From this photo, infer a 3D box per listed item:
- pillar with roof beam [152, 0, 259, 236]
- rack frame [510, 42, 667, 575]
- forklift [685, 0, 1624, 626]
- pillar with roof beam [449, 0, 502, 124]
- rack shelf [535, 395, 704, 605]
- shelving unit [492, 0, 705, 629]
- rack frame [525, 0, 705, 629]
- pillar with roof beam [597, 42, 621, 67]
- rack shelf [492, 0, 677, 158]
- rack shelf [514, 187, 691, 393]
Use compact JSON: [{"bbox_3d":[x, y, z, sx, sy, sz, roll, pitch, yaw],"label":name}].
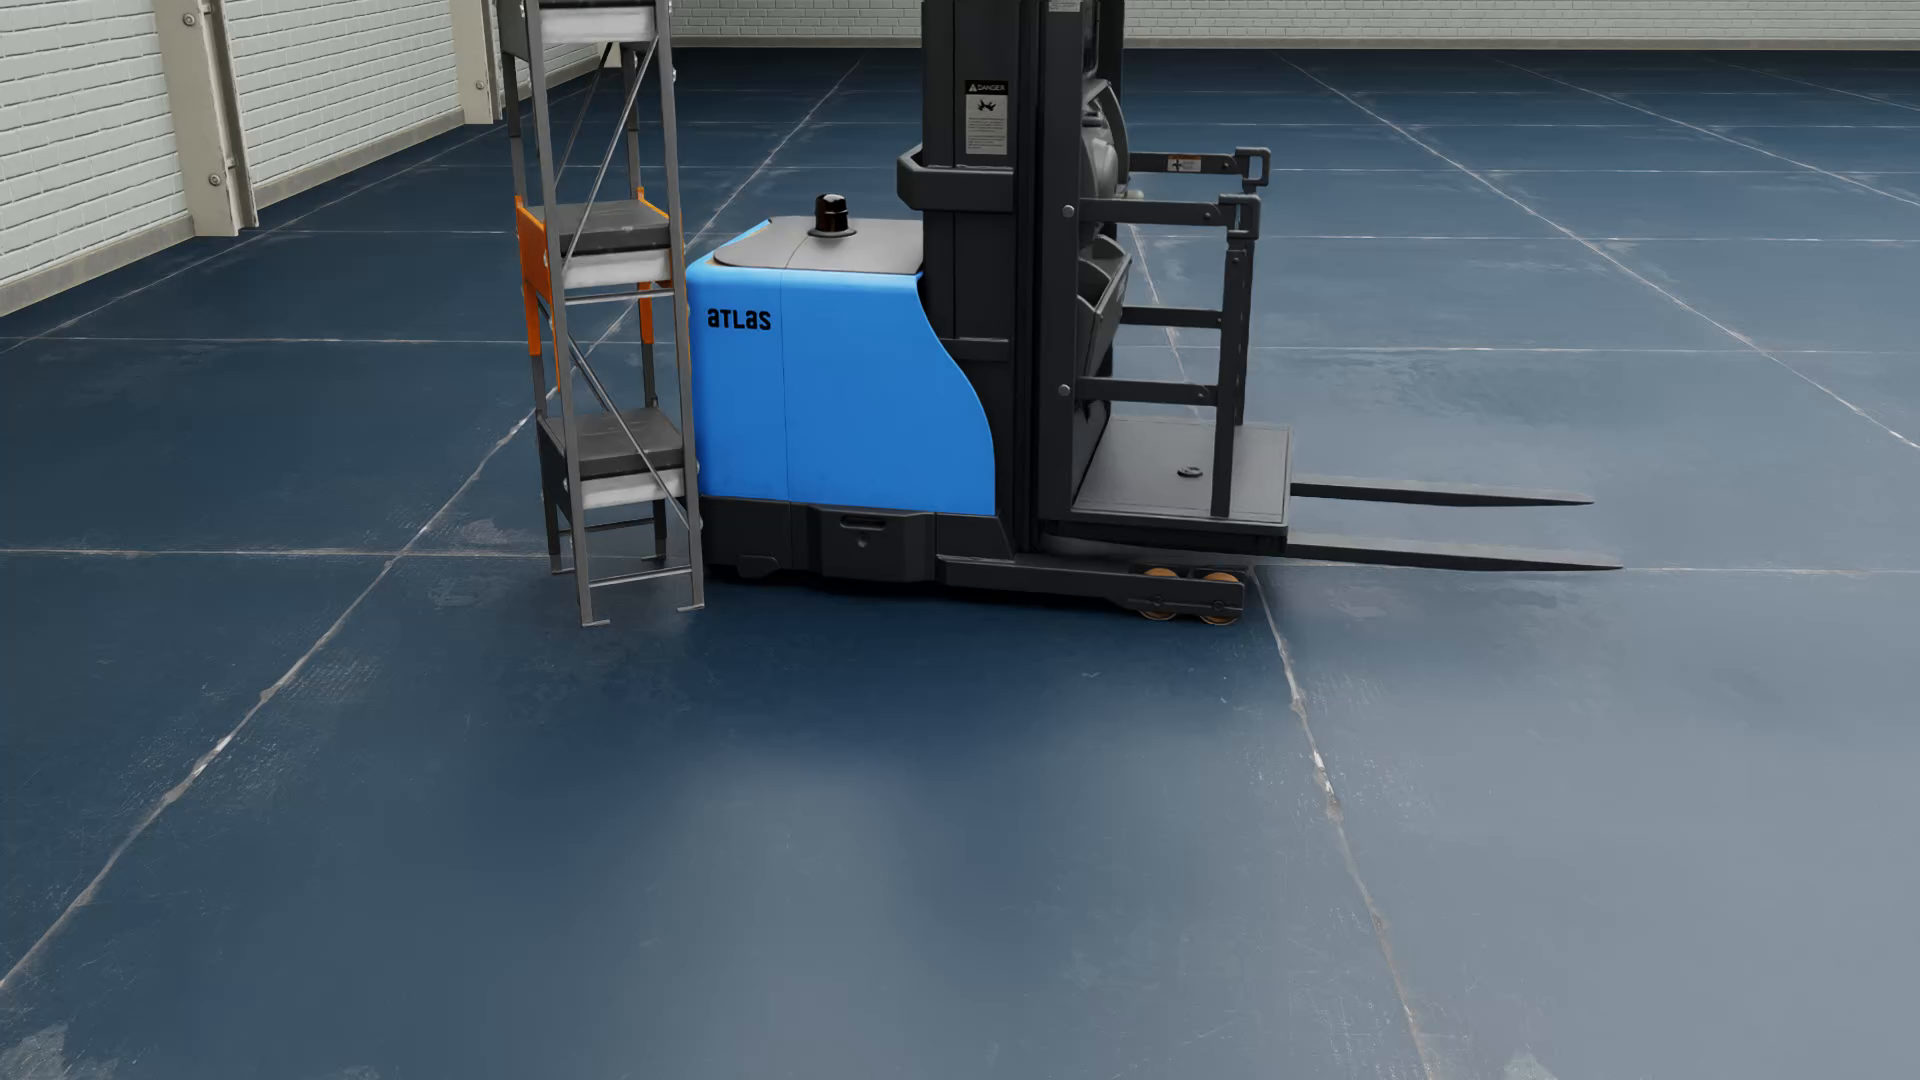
[{"bbox_3d":[-0.812,-6.302,9.832,9.100,9.000,0.400,1,21,2],"label":"pillar with roof beam"},{"bbox_3d":[-1.220,-0.889,5.417,0.400,2.100,0.015,-9,23,-22],"label":"rack frame"},{"bbox_3d":[0.657,-1.302,5.332,3.031,2.935,1.130,4,22,11],"label":"forklift"},{"bbox_3d":[-0.630,-8.472,15.423,9.100,9.000,0.400,1,21,2],"label":"pillar with roof beam"},{"bbox_3d":[-1.122,-0.143,5.467,0.431,0.518,0.480,-9,23,-22],"label":"rack shelf"},{"bbox_3d":[-1.122,-0.808,5.209,0.431,2.100,0.503,-9,23,-22],"label":"shelving unit"},{"bbox_3d":[-1.023,-0.727,5.001,0.400,2.100,0.015,-9,23,-22],"label":"rack frame"},{"bbox_3d":[-0.447,-10.641,21.014,9.100,9.000,0.400,1,21,2],"label":"pillar with roof beam"},{"bbox_3d":[-1.122,-1.448,4.961,0.431,0.518,0.480,-9,23,-22],"label":"rack shelf"},{"bbox_3d":[-1.122,-0.795,5.214,0.431,0.518,0.480,-9,23,-22],"label":"rack shelf"}]
